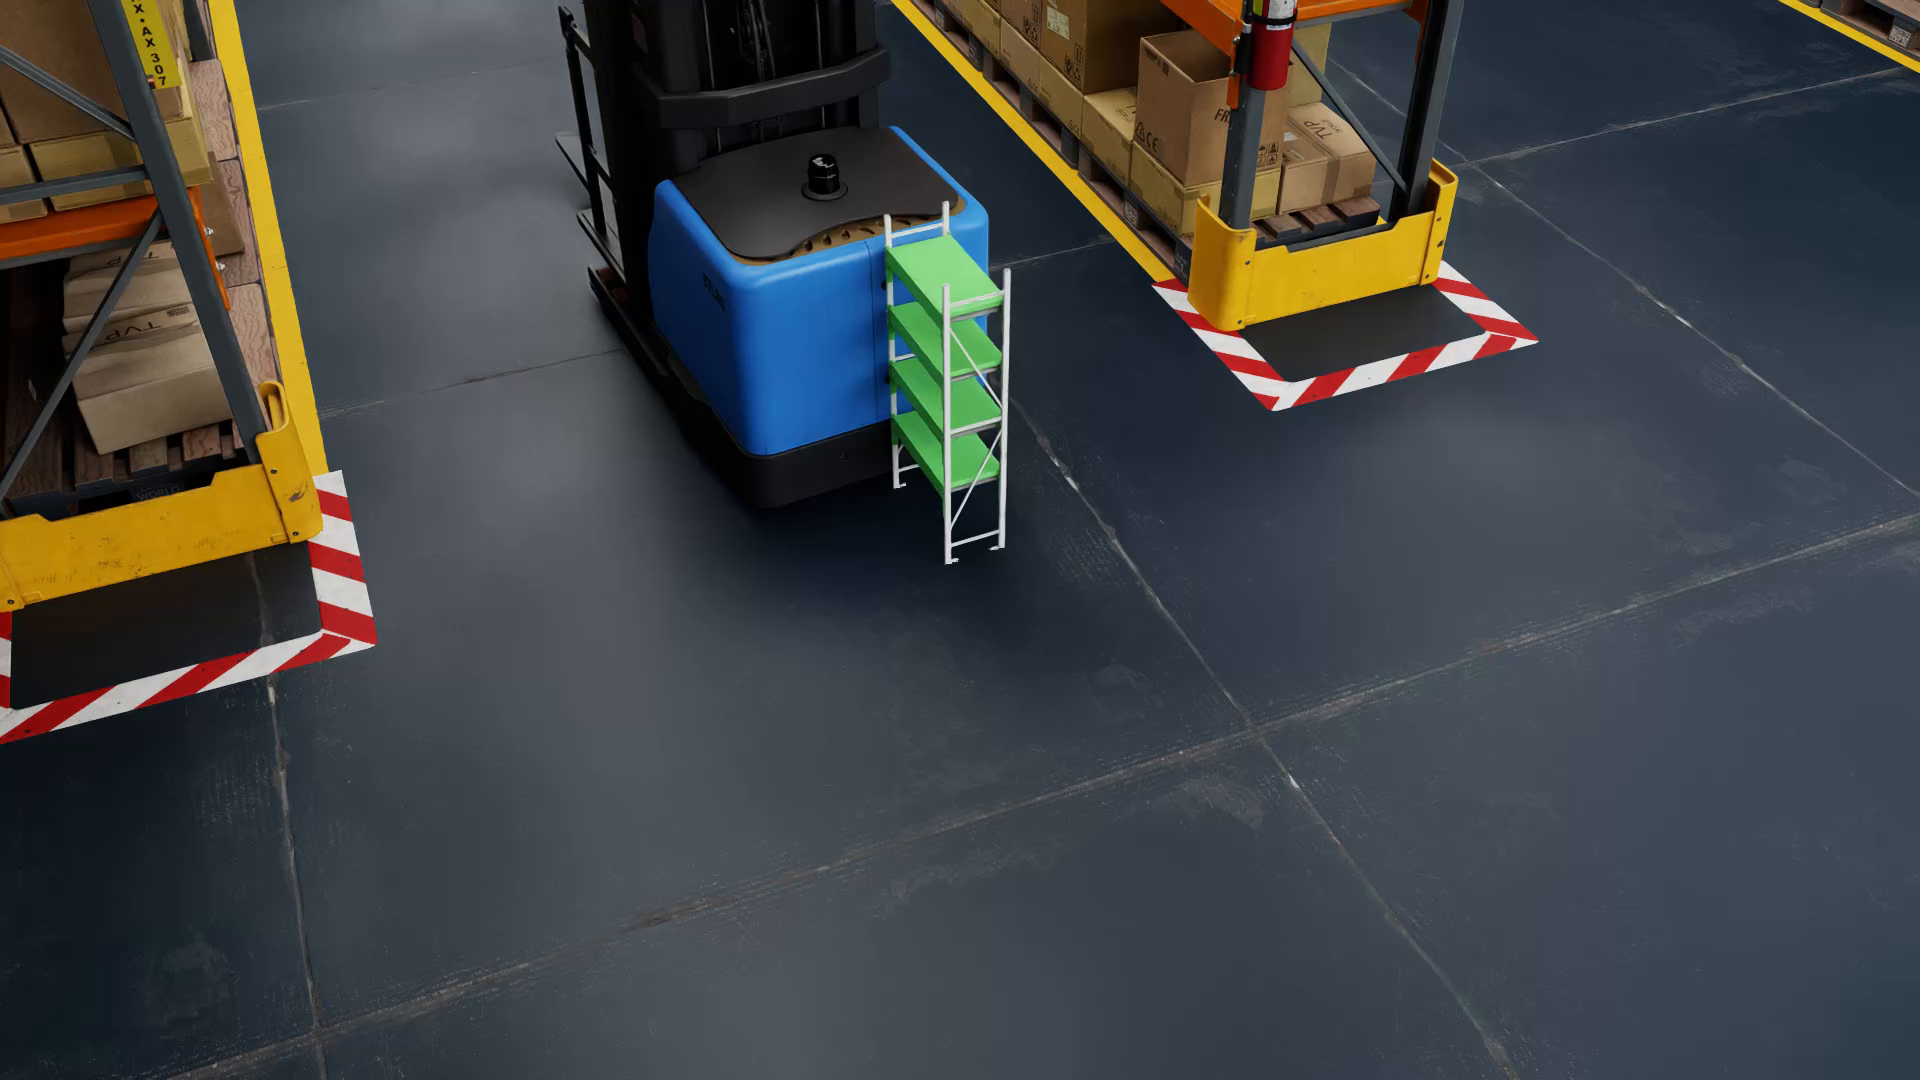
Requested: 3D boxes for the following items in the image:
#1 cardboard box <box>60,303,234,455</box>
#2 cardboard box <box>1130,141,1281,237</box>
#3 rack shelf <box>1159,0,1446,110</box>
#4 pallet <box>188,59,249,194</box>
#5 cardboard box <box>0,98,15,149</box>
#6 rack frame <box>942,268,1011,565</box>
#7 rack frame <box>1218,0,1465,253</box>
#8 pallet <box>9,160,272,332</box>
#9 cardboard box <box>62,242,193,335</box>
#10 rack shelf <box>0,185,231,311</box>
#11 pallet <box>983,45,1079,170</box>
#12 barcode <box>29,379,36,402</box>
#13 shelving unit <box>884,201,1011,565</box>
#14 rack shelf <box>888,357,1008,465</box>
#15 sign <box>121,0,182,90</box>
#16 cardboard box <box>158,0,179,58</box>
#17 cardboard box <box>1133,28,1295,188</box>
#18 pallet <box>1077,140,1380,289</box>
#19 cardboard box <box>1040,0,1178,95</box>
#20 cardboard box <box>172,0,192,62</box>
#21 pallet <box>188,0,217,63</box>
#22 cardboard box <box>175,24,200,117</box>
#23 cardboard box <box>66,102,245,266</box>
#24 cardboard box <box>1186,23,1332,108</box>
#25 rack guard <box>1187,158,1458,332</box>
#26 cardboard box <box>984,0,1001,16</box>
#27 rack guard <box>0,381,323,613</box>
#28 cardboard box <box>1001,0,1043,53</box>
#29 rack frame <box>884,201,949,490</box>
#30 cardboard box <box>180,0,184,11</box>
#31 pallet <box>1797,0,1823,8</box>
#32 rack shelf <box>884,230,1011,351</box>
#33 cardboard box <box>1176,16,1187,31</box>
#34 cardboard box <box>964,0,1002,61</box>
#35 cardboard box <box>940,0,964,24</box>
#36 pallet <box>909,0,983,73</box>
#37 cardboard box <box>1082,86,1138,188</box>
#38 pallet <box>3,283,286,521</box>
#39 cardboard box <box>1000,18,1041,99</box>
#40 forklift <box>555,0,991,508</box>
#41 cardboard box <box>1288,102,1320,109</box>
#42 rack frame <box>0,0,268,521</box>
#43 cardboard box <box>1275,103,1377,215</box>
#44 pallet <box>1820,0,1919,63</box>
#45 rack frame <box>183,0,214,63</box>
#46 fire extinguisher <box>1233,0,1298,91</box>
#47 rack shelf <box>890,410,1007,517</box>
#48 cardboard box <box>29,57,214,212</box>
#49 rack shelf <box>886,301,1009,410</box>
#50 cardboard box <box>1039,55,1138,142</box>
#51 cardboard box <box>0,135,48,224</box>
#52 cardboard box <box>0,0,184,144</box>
[{"bbox_3d":[-3.153,-0.654,6.434,0.500,0.311,0.500,-20,45,-22],"label":"cardboard box"},{"bbox_3d":[1.126,-1.671,7.680,0.500,0.250,0.500,-15,43,-17],"label":"cardboard box"},{"bbox_3d":[0.839,-3.237,8.266,1.077,0.370,4.000,-15,43,-17],"label":"rack shelf"},{"bbox_3d":[-4.212,-2.024,8.441,1.003,0.211,1.213,-15,43,-17],"label":"pallet"},{"bbox_3d":[-3.348,-1.533,5.257,0.500,0.500,0.500,-16,43,-17],"label":"cardboard box"},{"bbox_3d":[0.054,-0.398,5.793,0.240,1.200,0.015,-17,43,-18],"label":"rack frame"},{"bbox_3d":[1.604,-2.305,6.630,1.000,3.000,0.127,-15,43,-17],"label":"rack frame"},{"bbox_3d":[-3.742,-1.288,7.585,1.003,0.211,1.213,-15,43,-17],"label":"pallet"},{"bbox_3d":[-3.371,-0.997,6.834,0.500,0.311,0.500,-12,42,-13],"label":"cardboard box"},{"bbox_3d":[-3.737,-1.999,6.826,1.077,0.370,4.000,-15,43,-17],"label":"rack shelf"},{"bbox_3d":[0.810,-2.432,8.916,1.003,0.211,1.213,-15,43,-17],"label":"pallet"},{"bbox_3d":[-3.529,-0.568,6.328,0.001,0.075,0.075,-15,43,-17],"label":"barcode"},{"bbox_3d":[-0.048,-0.543,5.961,0.258,1.200,0.503,-17,43,-18],"label":"shelving unit"},{"bbox_3d":[-0.048,-0.494,6.002,0.258,0.148,0.480,-17,43,-18],"label":"rack shelf"},{"bbox_3d":[-2.470,-1.531,5.066,0.100,0.325,0.005,-15,43,-17],"label":"sign"},{"bbox_3d":[-3.056,-1.965,5.759,0.500,0.500,0.500,-15,43,-17],"label":"cardboard box"},{"bbox_3d":[1.124,-1.955,7.435,0.500,0.500,0.500,-15,43,-17],"label":"cardboard box"},{"bbox_3d":[1.273,-1.698,8.063,1.003,0.211,1.213,-15,43,-17],"label":"pallet"},{"bbox_3d":[0.728,-2.554,8.131,0.500,0.500,0.500,-15,43,-17],"label":"cardboard box"},{"bbox_3d":[-3.266,-2.009,6.385,0.500,0.250,0.500,-16,43,-18],"label":"cardboard box"},{"bbox_3d":[-4.801,-2.888,9.447,1.003,0.211,1.213,-15,43,-17],"label":"pallet"},{"bbox_3d":[-3.077,-1.700,6.026,0.500,0.250,0.500,-16,43,-18],"label":"cardboard box"},{"bbox_3d":[-3.606,-1.523,7.301,0.700,0.500,0.500,-18,44,-20],"label":"cardboard box"},{"bbox_3d":[1.411,-2.385,7.935,0.500,0.500,0.500,-15,43,-17],"label":"cardboard box"},{"bbox_3d":[1.613,-1.343,7.428,1.175,0.500,0.348,-15,43,-17],"label":"rack guard"},{"bbox_3d":[0.344,-3.156,8.831,0.500,0.500,0.500,-15,43,-17],"label":"cardboard box"},{"bbox_3d":[-3.000,-0.165,6.059,1.175,0.500,0.348,-15,43,-17],"label":"rack guard"},{"bbox_3d":[0.538,-2.855,8.481,0.500,0.500,0.500,-15,43,-17],"label":"cardboard box"},{"bbox_3d":[-0.150,-0.687,6.129,0.240,1.200,0.015,-17,43,-18],"label":"rack frame"},{"bbox_3d":[-3.457,-2.314,6.740,0.500,0.250,0.500,-15,43,-16],"label":"cardboard box"},{"bbox_3d":[5.340,-3.740,10.437,1.003,0.211,1.213,-15,43,-17],"label":"pallet"},{"bbox_3d":[-0.048,-0.858,5.689,0.258,0.148,0.480,-17,43,-18],"label":"rack shelf"},{"bbox_3d":[1.208,-2.683,8.282,0.500,0.500,0.500,-15,43,-17],"label":"cardboard box"},{"bbox_3d":[0.344,-2.872,9.075,0.500,0.250,0.500,-15,43,-17],"label":"cardboard box"},{"bbox_3d":[0.157,-3.174,9.427,0.500,0.250,0.500,-15,43,-17],"label":"cardboard box"},{"bbox_3d":[0.339,-3.168,9.772,1.003,0.211,1.213,-15,43,-17],"label":"pallet"},{"bbox_3d":[0.923,-1.969,8.026,0.500,0.250,0.500,-15,43,-17],"label":"cardboard box"},{"bbox_3d":[-3.279,-0.554,6.732,1.003,0.211,1.213,-15,43,-17],"label":"pallet"},{"bbox_3d":[0.541,-2.572,8.727,0.500,0.250,0.500,-15,43,-17],"label":"cardboard box"},{"bbox_3d":[-1.009,-2.186,6.544,1.130,2.935,3.031,-19,44,-21],"label":"forklift"},{"bbox_3d":[1.410,-2.101,8.179,0.500,0.250,0.500,-15,43,-17],"label":"cardboard box"},{"bbox_3d":[-2.971,-1.067,5.190,1.000,3.000,0.127,-15,43,-17],"label":"rack frame"},{"bbox_3d":[1.604,-1.800,7.830,0.500,0.250,0.500,-15,43,-17],"label":"cardboard box"},{"bbox_3d":[5.803,-3.006,9.584,1.003,0.211,1.213,-15,43,-17],"label":"pallet"},{"bbox_3d":[-4.502,-3.477,7.992,1.000,3.000,0.127,-15,43,-17],"label":"rack frame"},{"bbox_3d":[1.220,-2.089,6.438,0.296,0.674,0.183,-15,43,-17],"label":"fire extinguisher"},{"bbox_3d":[-0.048,-0.312,6.159,0.258,0.148,0.480,-17,43,-18],"label":"rack shelf"},{"bbox_3d":[-2.865,-1.391,5.667,0.500,0.250,0.500,-16,43,-18],"label":"cardboard box"},{"bbox_3d":[-0.048,-0.676,5.846,0.258,0.148,0.480,-17,43,-18],"label":"rack shelf"},{"bbox_3d":[0.730,-2.270,8.376,0.500,0.250,0.500,-15,43,-17],"label":"cardboard box"},{"bbox_3d":[-3.329,-1.251,5.504,0.500,0.250,0.500,-15,43,-16],"label":"cardboard box"},{"bbox_3d":[-2.876,-1.665,5.410,0.500,0.500,0.500,-15,43,-17],"label":"cardboard box"}]
